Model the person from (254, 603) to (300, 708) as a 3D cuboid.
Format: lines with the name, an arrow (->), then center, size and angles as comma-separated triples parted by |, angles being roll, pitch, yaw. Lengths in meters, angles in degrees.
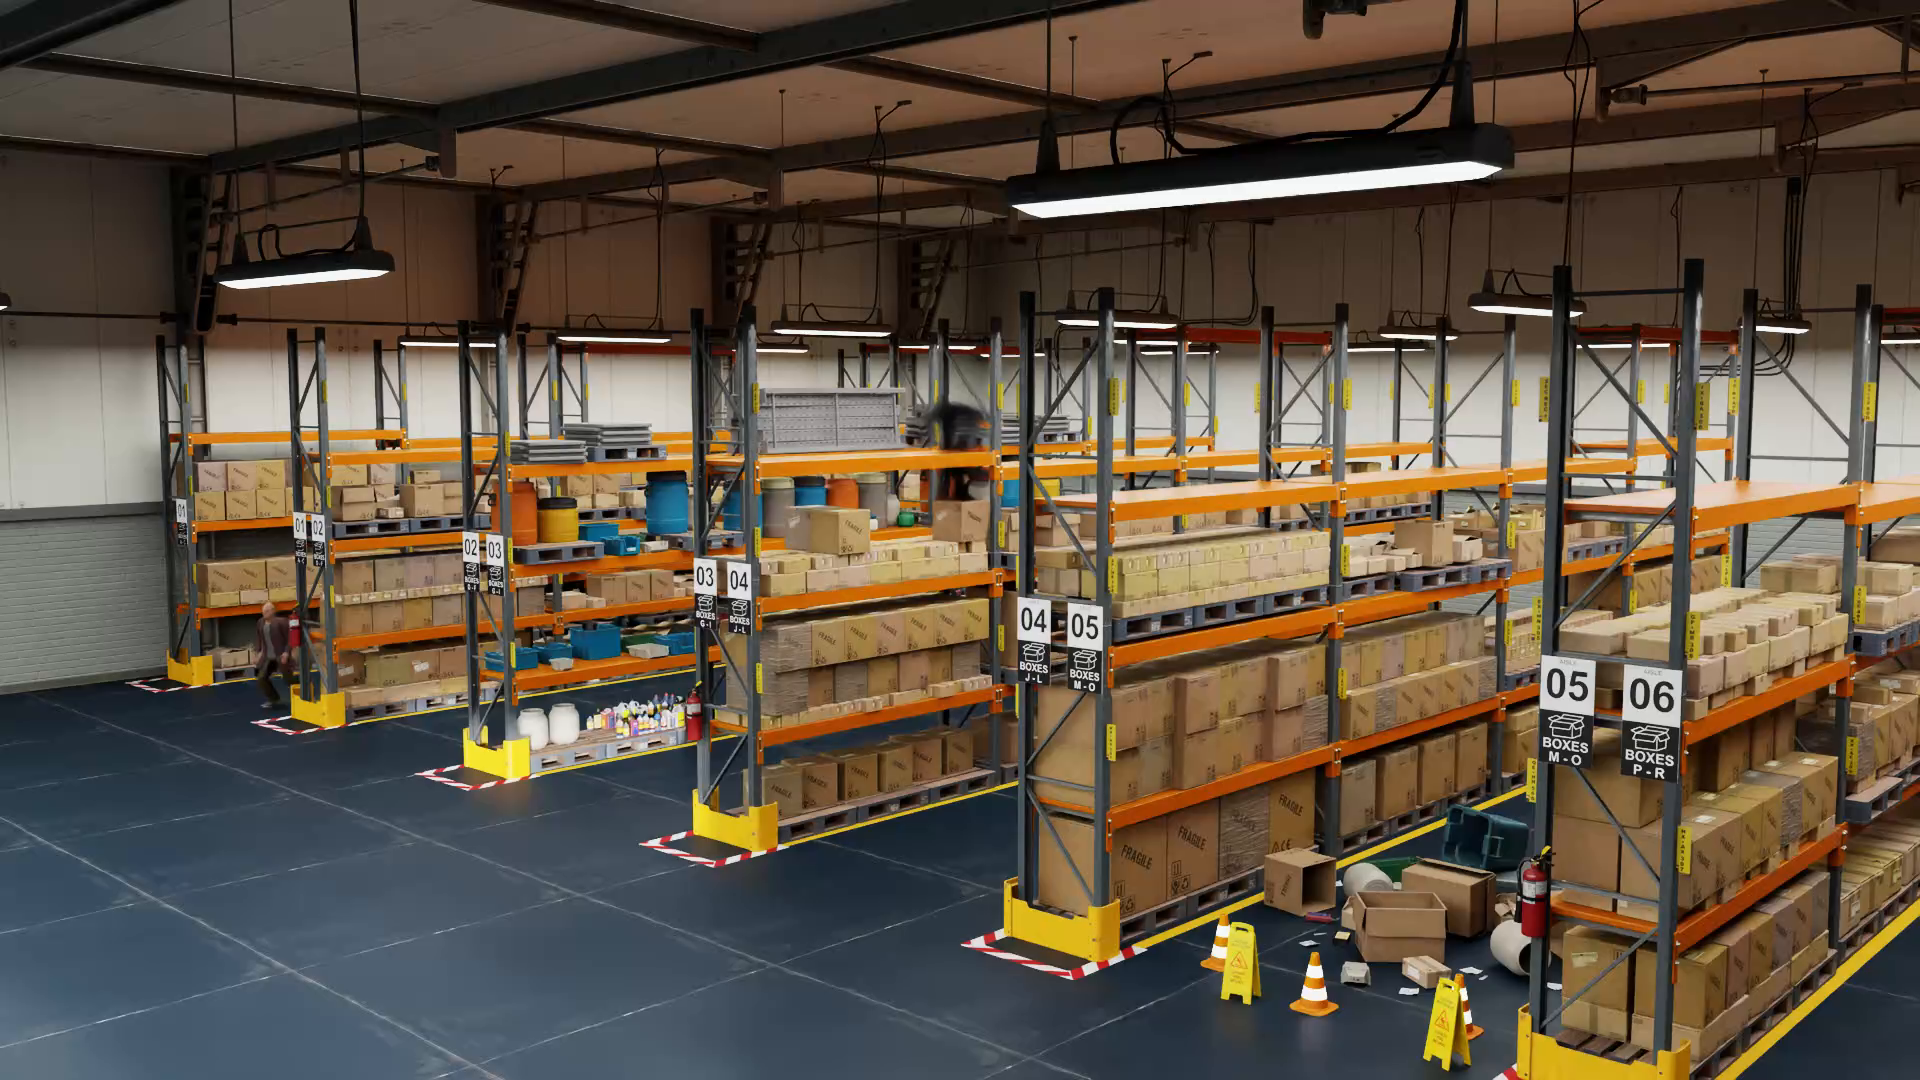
person -> -10.891, 1.827, 26.645 | 0.802, 1.711, 0.723 | 1, 5, 8

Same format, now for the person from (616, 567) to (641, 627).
person -> -6.580, 1.268, 32.782 | 0.545, 1.591, 0.888 | 4, 6, 33
